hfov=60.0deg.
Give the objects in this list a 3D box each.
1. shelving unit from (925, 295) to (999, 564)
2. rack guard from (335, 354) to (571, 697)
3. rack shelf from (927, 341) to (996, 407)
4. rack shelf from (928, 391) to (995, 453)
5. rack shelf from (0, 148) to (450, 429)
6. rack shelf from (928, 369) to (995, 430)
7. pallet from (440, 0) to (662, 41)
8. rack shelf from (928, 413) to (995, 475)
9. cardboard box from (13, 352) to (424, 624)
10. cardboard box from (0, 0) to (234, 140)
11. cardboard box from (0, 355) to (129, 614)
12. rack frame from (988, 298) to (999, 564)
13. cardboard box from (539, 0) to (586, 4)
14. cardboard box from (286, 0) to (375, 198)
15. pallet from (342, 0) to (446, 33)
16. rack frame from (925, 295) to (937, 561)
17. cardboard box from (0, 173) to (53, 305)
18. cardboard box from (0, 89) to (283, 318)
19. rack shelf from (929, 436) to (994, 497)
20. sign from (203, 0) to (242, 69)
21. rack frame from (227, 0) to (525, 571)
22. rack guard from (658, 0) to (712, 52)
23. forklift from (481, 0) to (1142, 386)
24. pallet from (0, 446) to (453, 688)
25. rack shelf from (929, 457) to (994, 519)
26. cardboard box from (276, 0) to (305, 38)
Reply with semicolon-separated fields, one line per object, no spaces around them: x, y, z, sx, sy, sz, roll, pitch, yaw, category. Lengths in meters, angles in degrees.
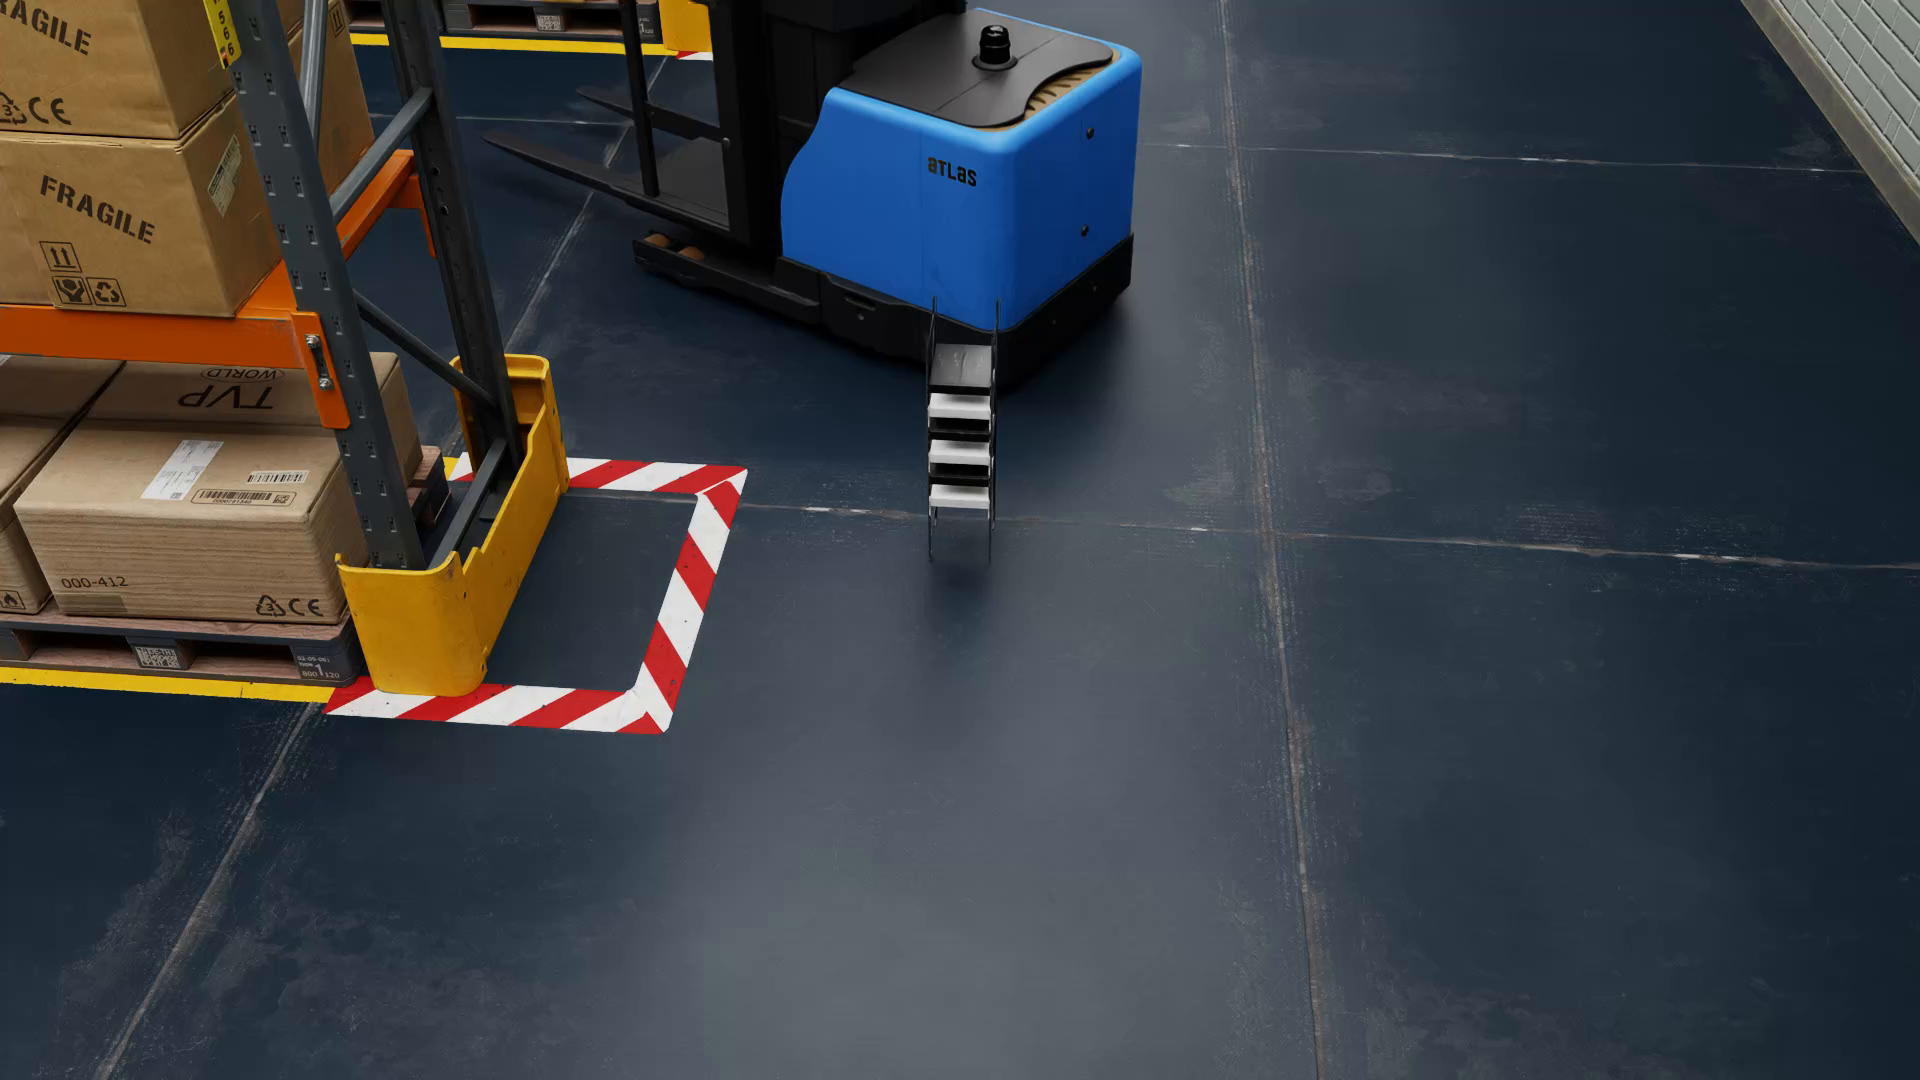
0.008;-0.349;5.465;0.210;0.900;0.258;3;39;4;shelving unit
-1.624;-0.081;5.453;0.348;0.500;1.175;3;39;4;rack guard
0.008;-0.532;5.316;0.200;0.077;0.258;3;39;4;rack shelf
0.008;-0.392;5.430;0.200;0.077;0.258;3;39;4;rack shelf
-3.640;-0.881;5.026;4.000;0.370;1.077;3;39;4;rack shelf
0.008;-0.462;5.373;0.200;0.077;0.258;3;39;4;rack shelf
-2.203;-3.159;9.464;1.213;0.211;1.003;3;39;4;pallet
0.008;-0.323;5.486;0.200;0.077;0.258;3;39;4;rack shelf
-2.314;-0.194;5.309;0.875;0.438;0.875;2;39;2;cardboard box
-2.148;-1.354;4.167;0.500;0.500;0.500;4;39;5;cardboard box
-3.226;-0.238;5.363;0.875;0.438;0.875;4;39;5;cardboard box
0.109;-0.343;5.459;0.006;0.900;0.240;3;39;4;rack frame
-2.128;-3.075;9.077;0.250;0.149;0.380;4;39;5;cardboard box
-2.101;-1.297;4.888;0.500;0.500;0.500;3;39;3;cardboard box
-3.415;-3.227;9.548;1.213;0.211;1.003;3;39;4;pallet
-0.093;-0.354;5.472;0.006;0.900;0.240;3;39;4;rack frame
-2.650;-0.987;4.507;0.500;0.500;0.500;2;39;3;cardboard box
-2.151;-0.950;4.462;0.500;0.500;0.500;3;39;4;cardboard box
0.008;-0.253;5.543;0.200;0.077;0.258;3;39;4;rack shelf
-1.708;-1.252;3.807;0.005;0.325;0.100;3;39;4;sign
-1.647;-1.051;4.665;0.127;3.000;1.000;3;39;4;rack frame
-1.397;-3.205;9.291;0.348;0.500;1.175;3;39;4;rack guard
-0.787;-2.460;6.450;3.031;2.935;1.130;24;45;26;forklift
-2.451;0.036;5.539;1.213;0.211;1.003;3;39;4;pallet
0.008;-0.183;5.600;0.200;0.077;0.258;3;39;4;rack shelf
-2.101;-1.683;4.570;0.500;0.500;0.500;2;39;3;cardboard box
